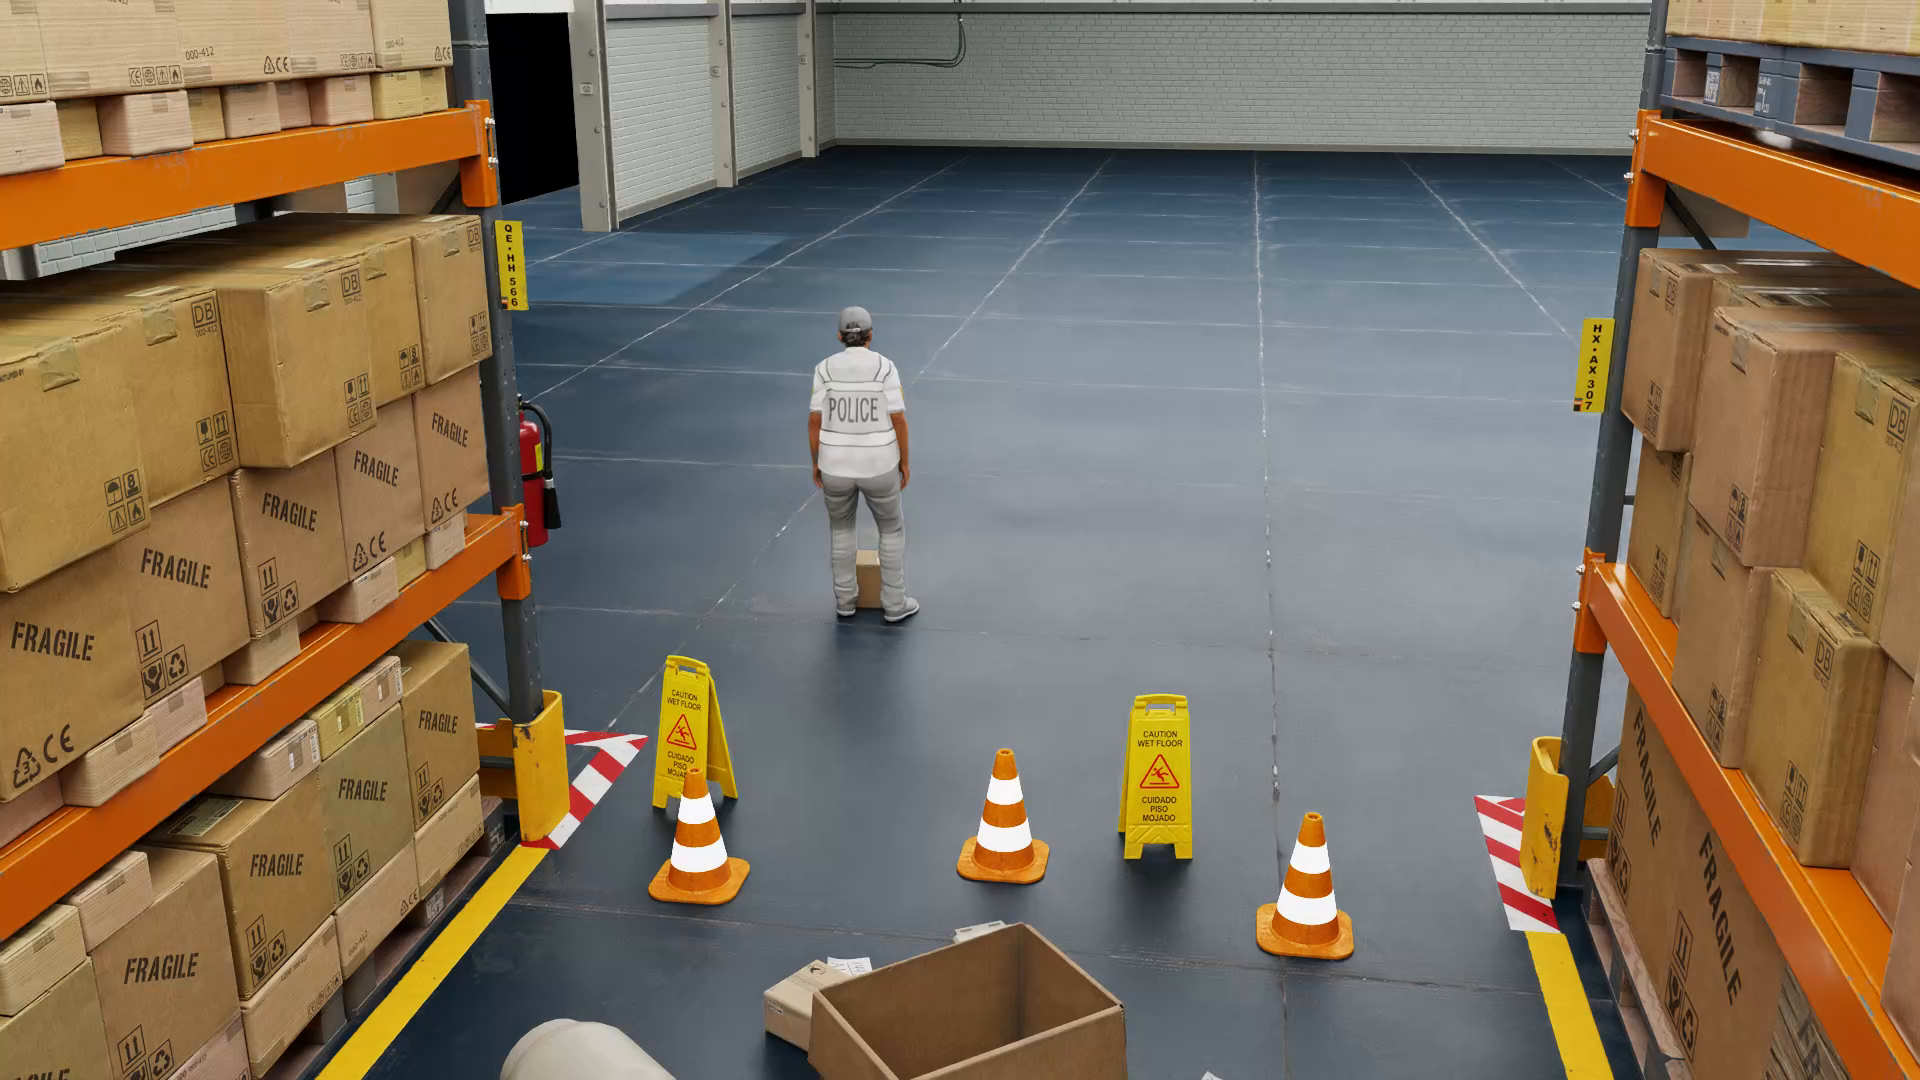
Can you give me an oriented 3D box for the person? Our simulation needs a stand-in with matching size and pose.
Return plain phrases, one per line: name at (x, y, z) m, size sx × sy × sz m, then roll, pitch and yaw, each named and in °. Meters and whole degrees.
person at (-0.509, -0.390, 8.746) m, size 0.554 × 1.665 × 0.468 m, roll 2°, pitch 18°, yaw 6°
